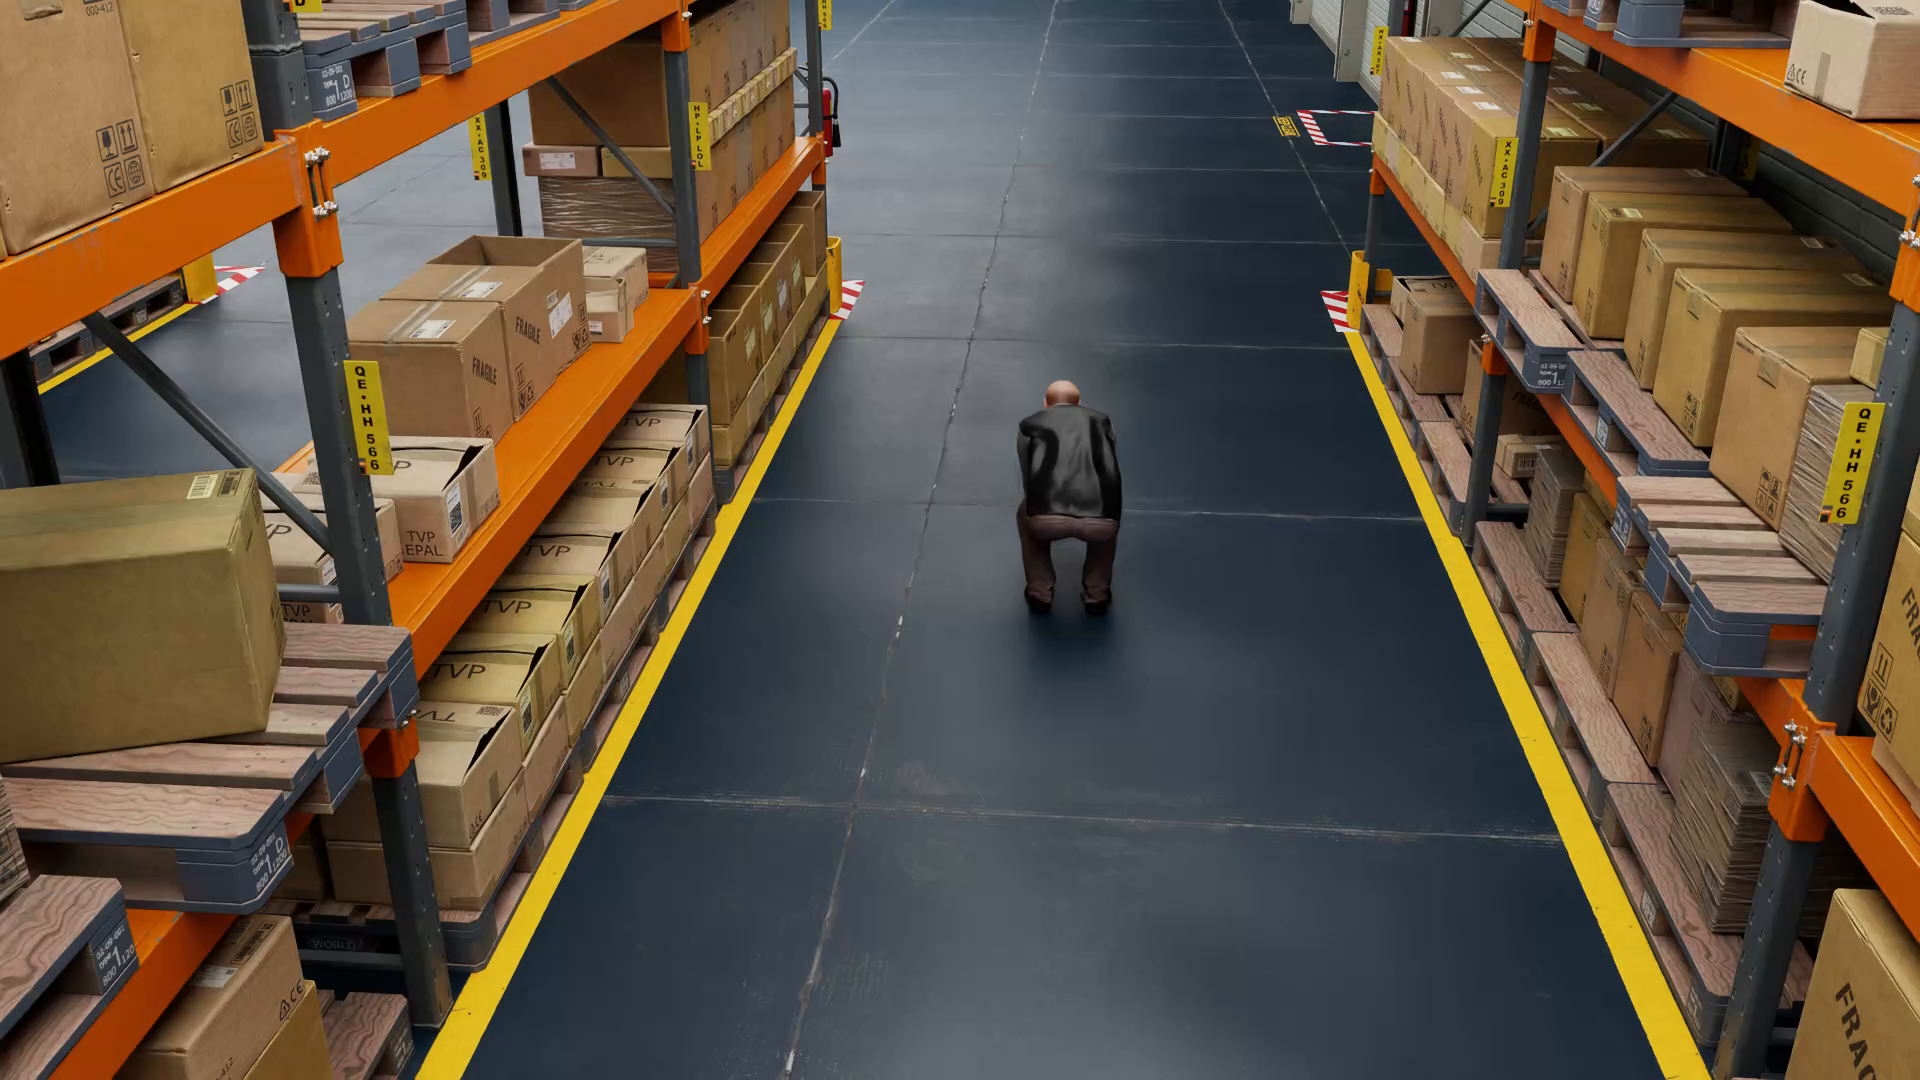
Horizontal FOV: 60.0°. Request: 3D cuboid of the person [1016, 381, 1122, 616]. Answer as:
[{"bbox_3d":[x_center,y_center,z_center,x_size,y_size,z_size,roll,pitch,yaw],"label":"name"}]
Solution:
[{"bbox_3d":[0.523,-0.187,7.974,0.513,0.965,0.887,1,24,3],"label":"person"}]
